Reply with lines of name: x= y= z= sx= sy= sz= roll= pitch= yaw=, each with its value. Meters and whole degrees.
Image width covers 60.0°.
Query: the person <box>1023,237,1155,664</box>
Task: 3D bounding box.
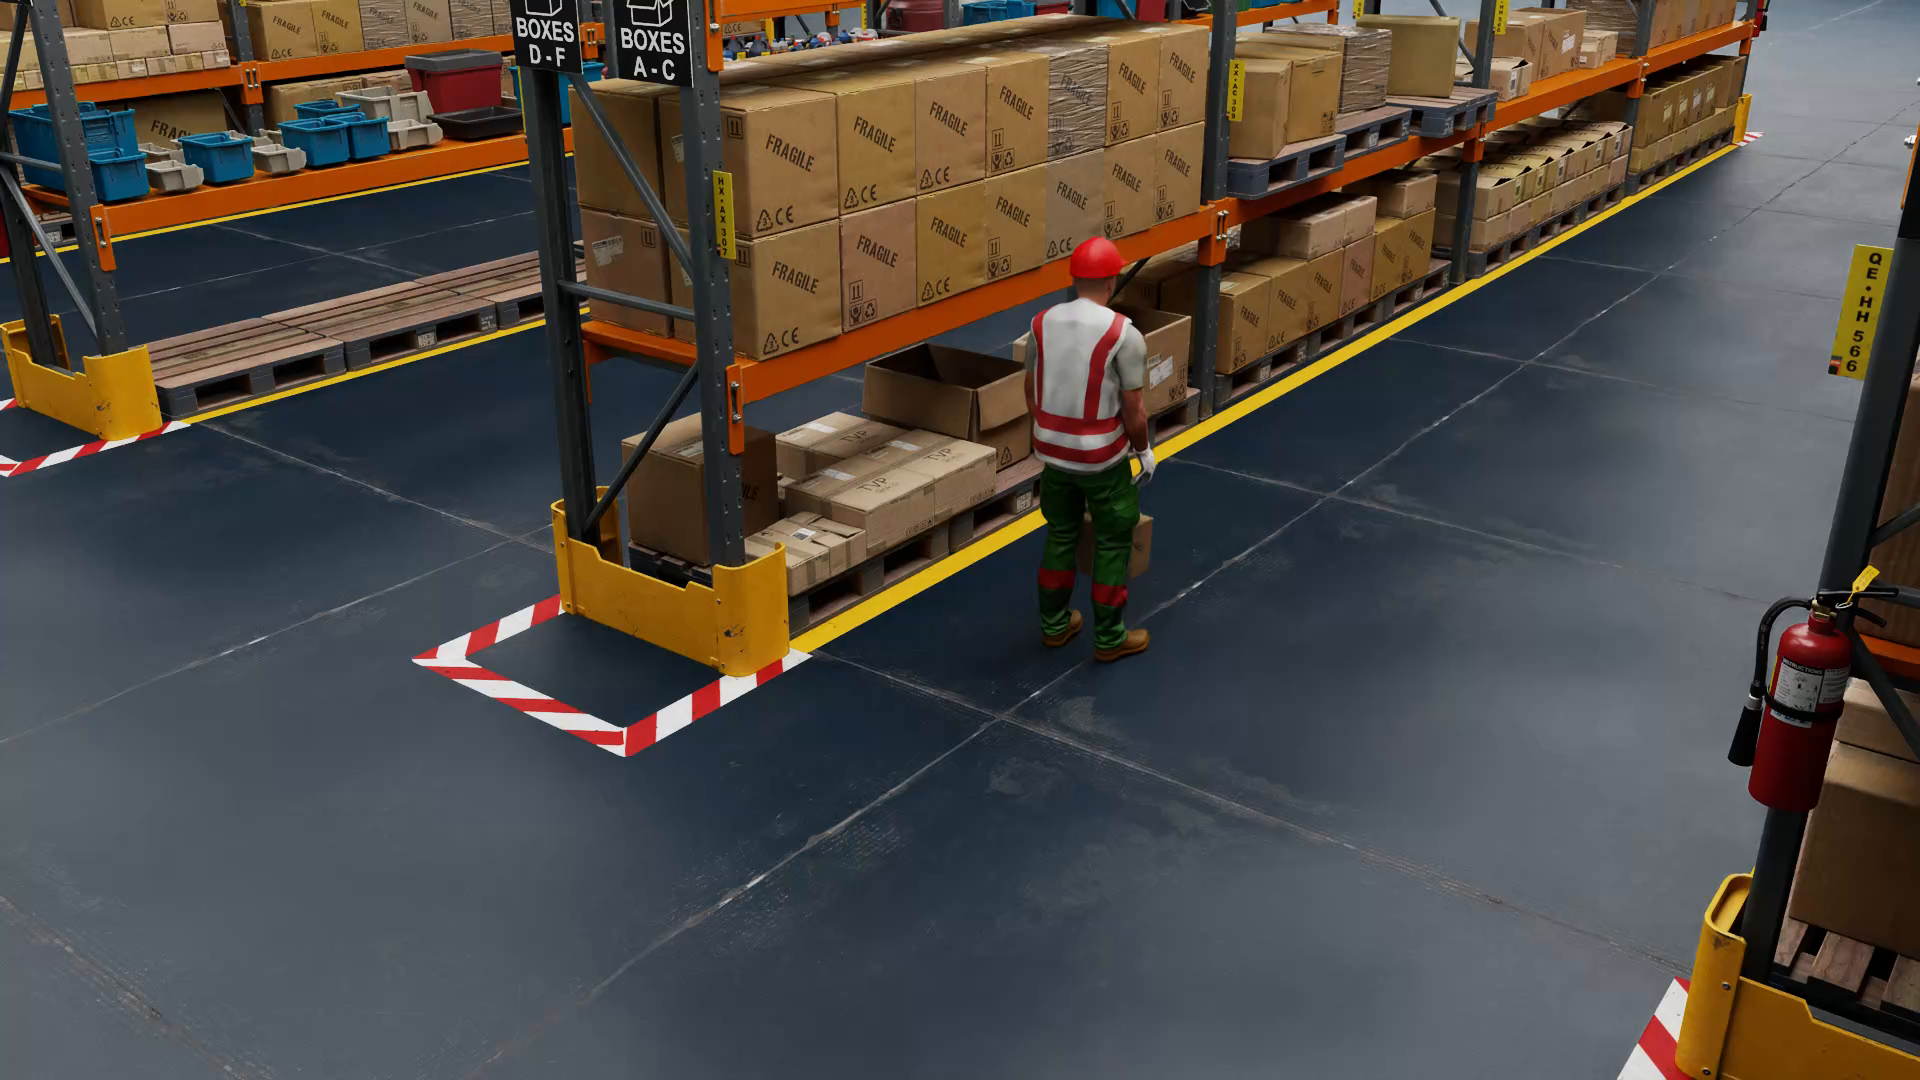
person: x=0.528 y=-0.364 z=6.919 sx=0.558 sy=1.783 sz=0.427 roll=16 pitch=28 yaw=32
